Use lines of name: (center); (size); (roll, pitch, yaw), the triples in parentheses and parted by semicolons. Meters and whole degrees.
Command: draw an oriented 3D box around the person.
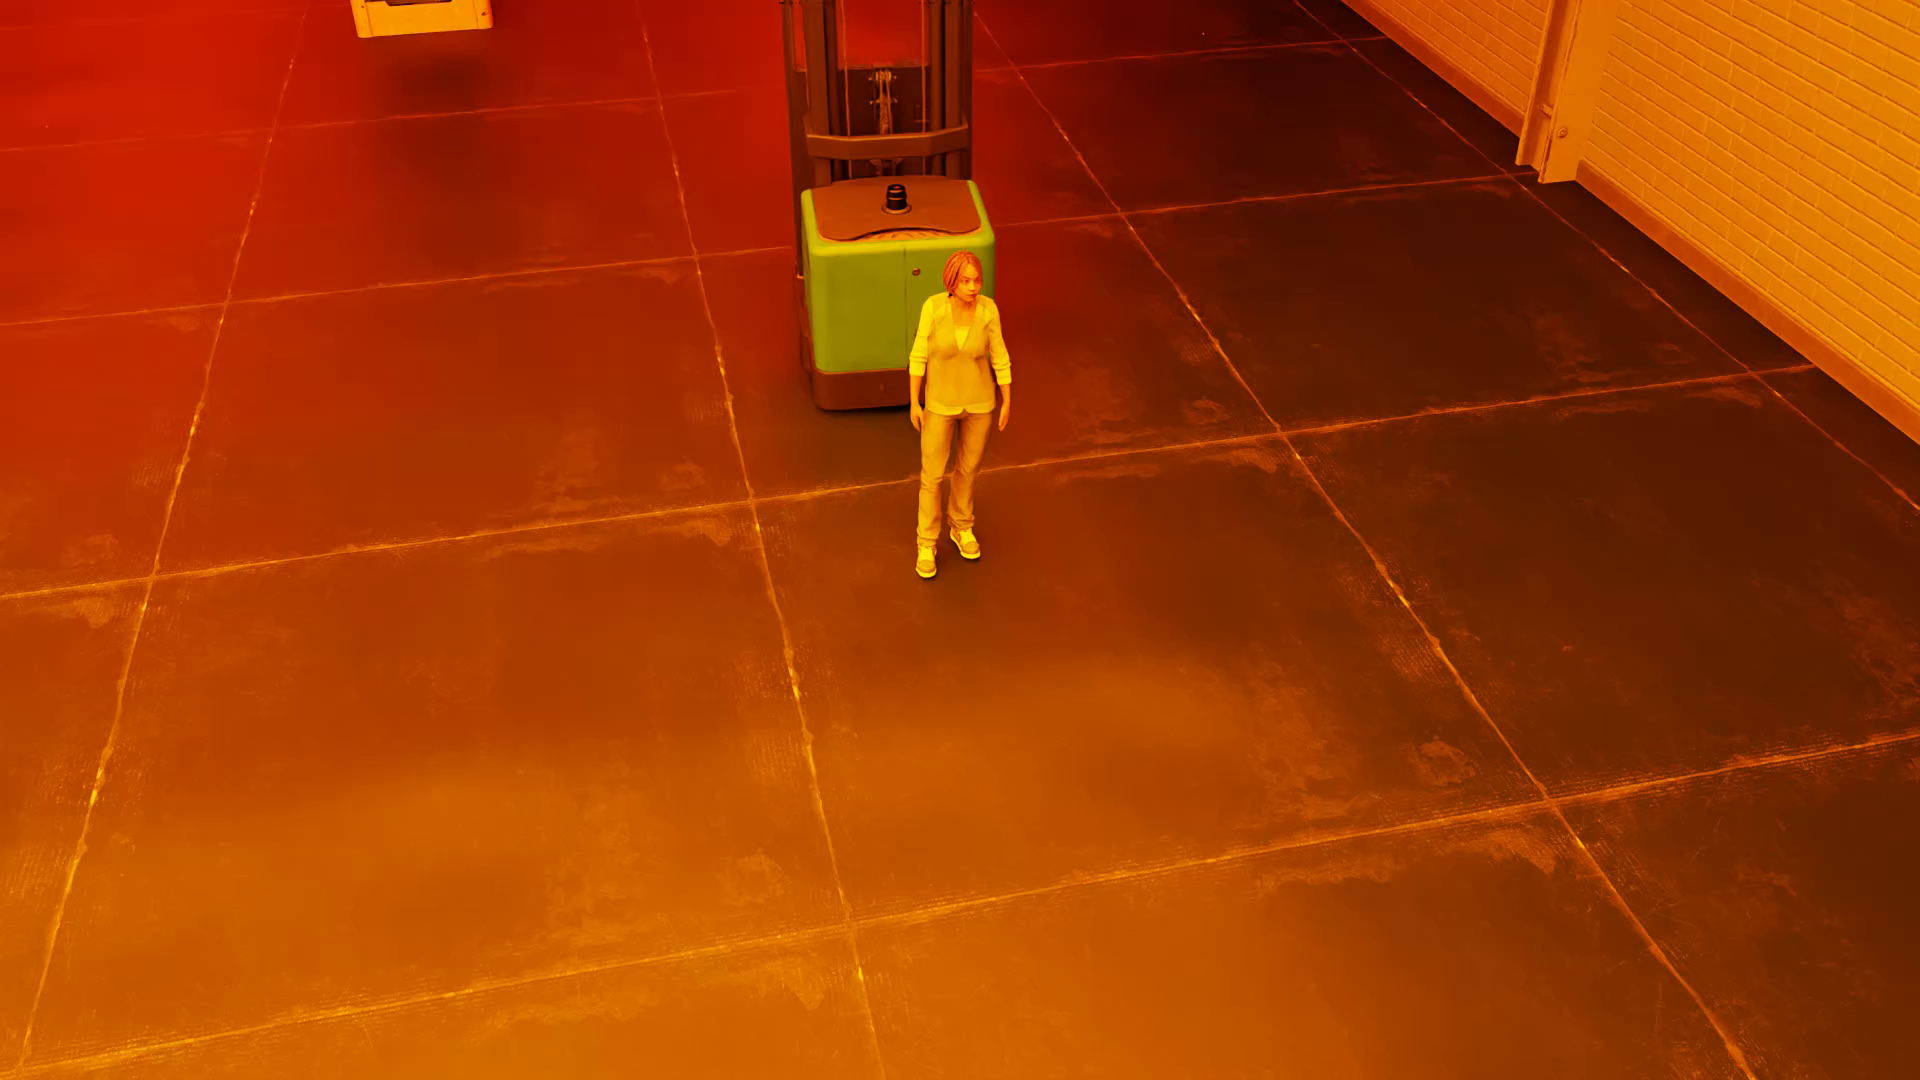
person: (0.011, -0.601, 8.021); (0.506, 1.598, 0.489); (-4, 36, -6)

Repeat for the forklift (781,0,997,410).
forklift: (-0.505, -2.778, 9.911); (1.130, 2.935, 3.031); (-5, 36, -6)
